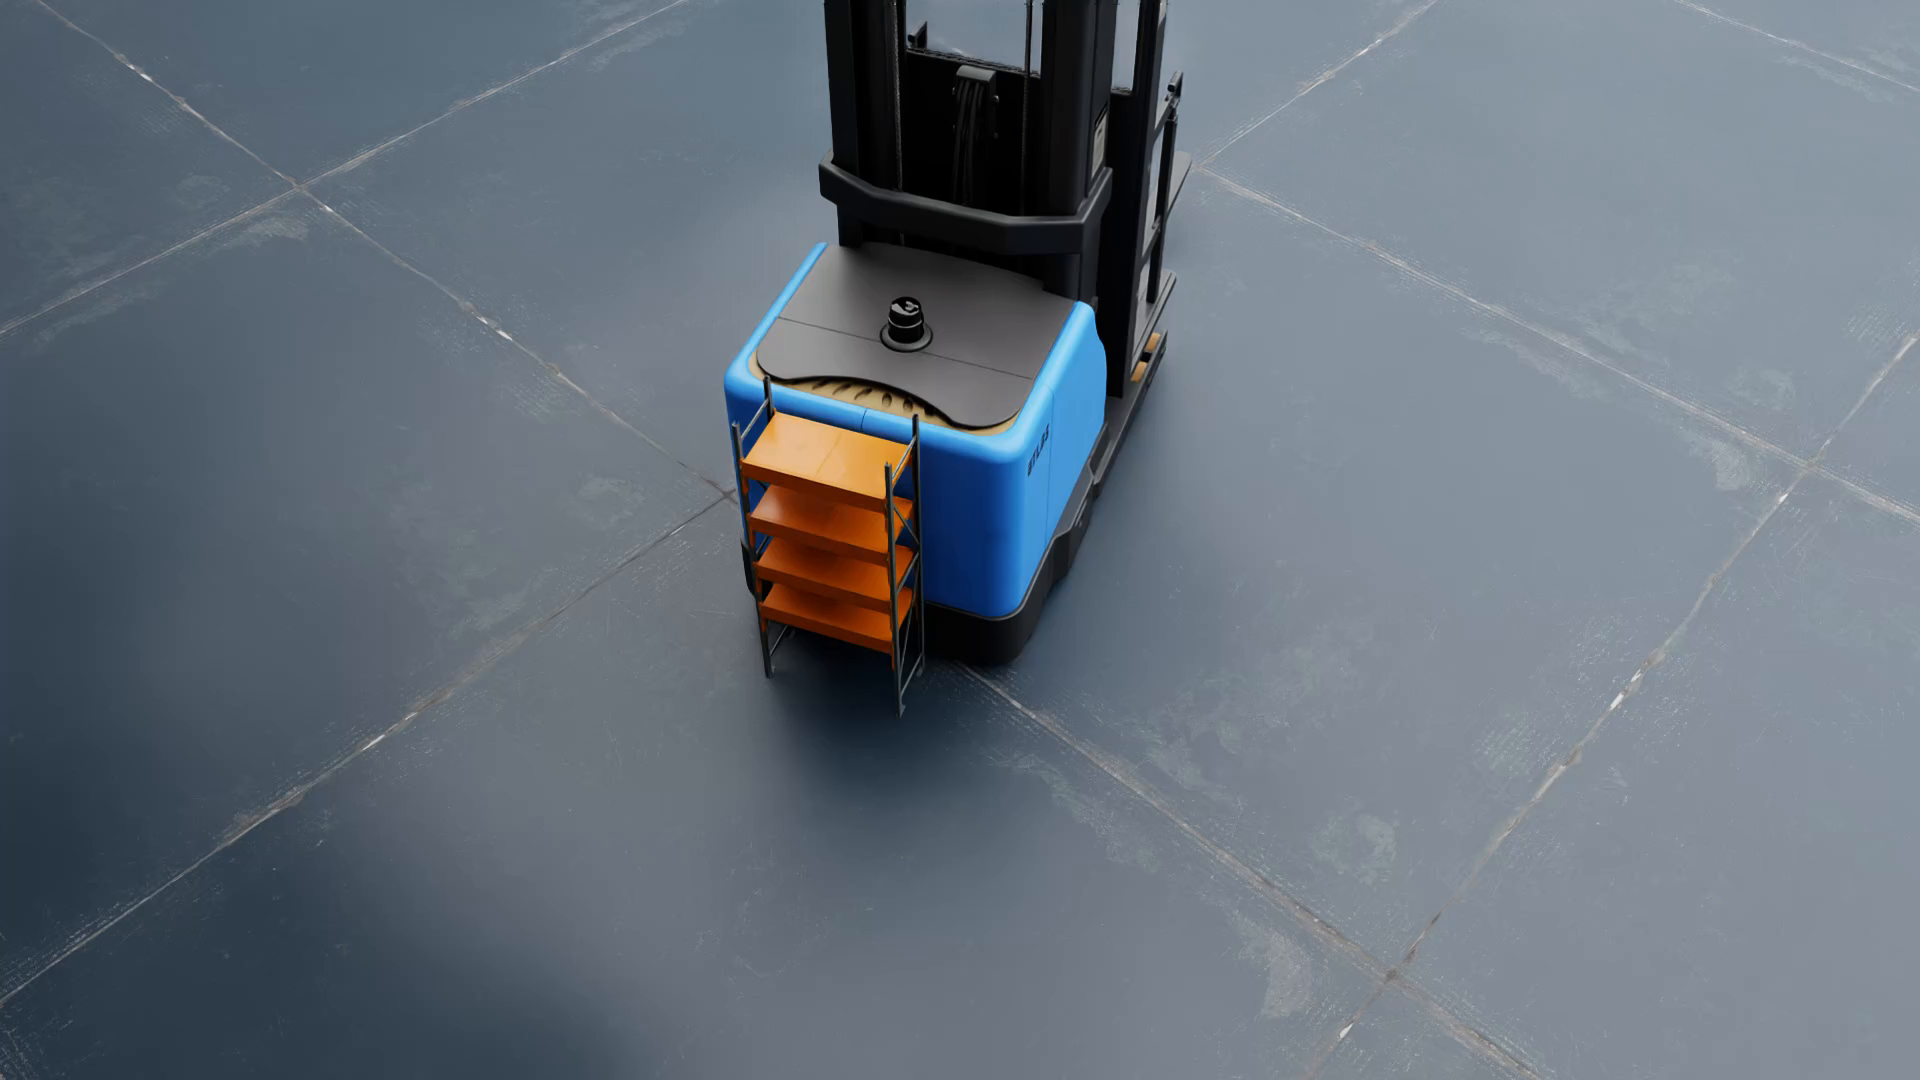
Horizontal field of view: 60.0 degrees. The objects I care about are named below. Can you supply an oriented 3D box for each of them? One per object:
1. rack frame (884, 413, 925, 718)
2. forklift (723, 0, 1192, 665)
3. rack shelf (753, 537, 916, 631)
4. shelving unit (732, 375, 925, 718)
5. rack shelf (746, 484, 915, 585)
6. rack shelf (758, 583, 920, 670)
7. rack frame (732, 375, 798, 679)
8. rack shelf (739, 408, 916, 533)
[{"bbox_3d":[-0.171,0.114,5.319,0.015,1.200,0.240,15,49,14],"label":"rack frame"},{"bbox_3d":[0.216,-1.667,5.804,1.130,2.935,3.031,15,49,14],"label":"forklift"},{"bbox_3d":[-0.399,0.099,5.427,0.480,0.148,0.258,15,49,14],"label":"rack shelf"},{"bbox_3d":[-0.399,0.053,5.377,0.503,1.200,0.258,15,49,14],"label":"shelving unit"},{"bbox_3d":[-0.399,-0.054,5.263,0.480,0.148,0.258,15,49,14],"label":"rack shelf"},{"bbox_3d":[-0.399,0.234,5.571,0.480,0.148,0.258,15,49,14],"label":"rack shelf"},{"bbox_3d":[-0.628,-0.009,5.436,0.015,1.200,0.240,15,49,14],"label":"rack frame"},{"bbox_3d":[-0.399,-0.216,5.091,0.480,0.148,0.258,15,49,14],"label":"rack shelf"}]
